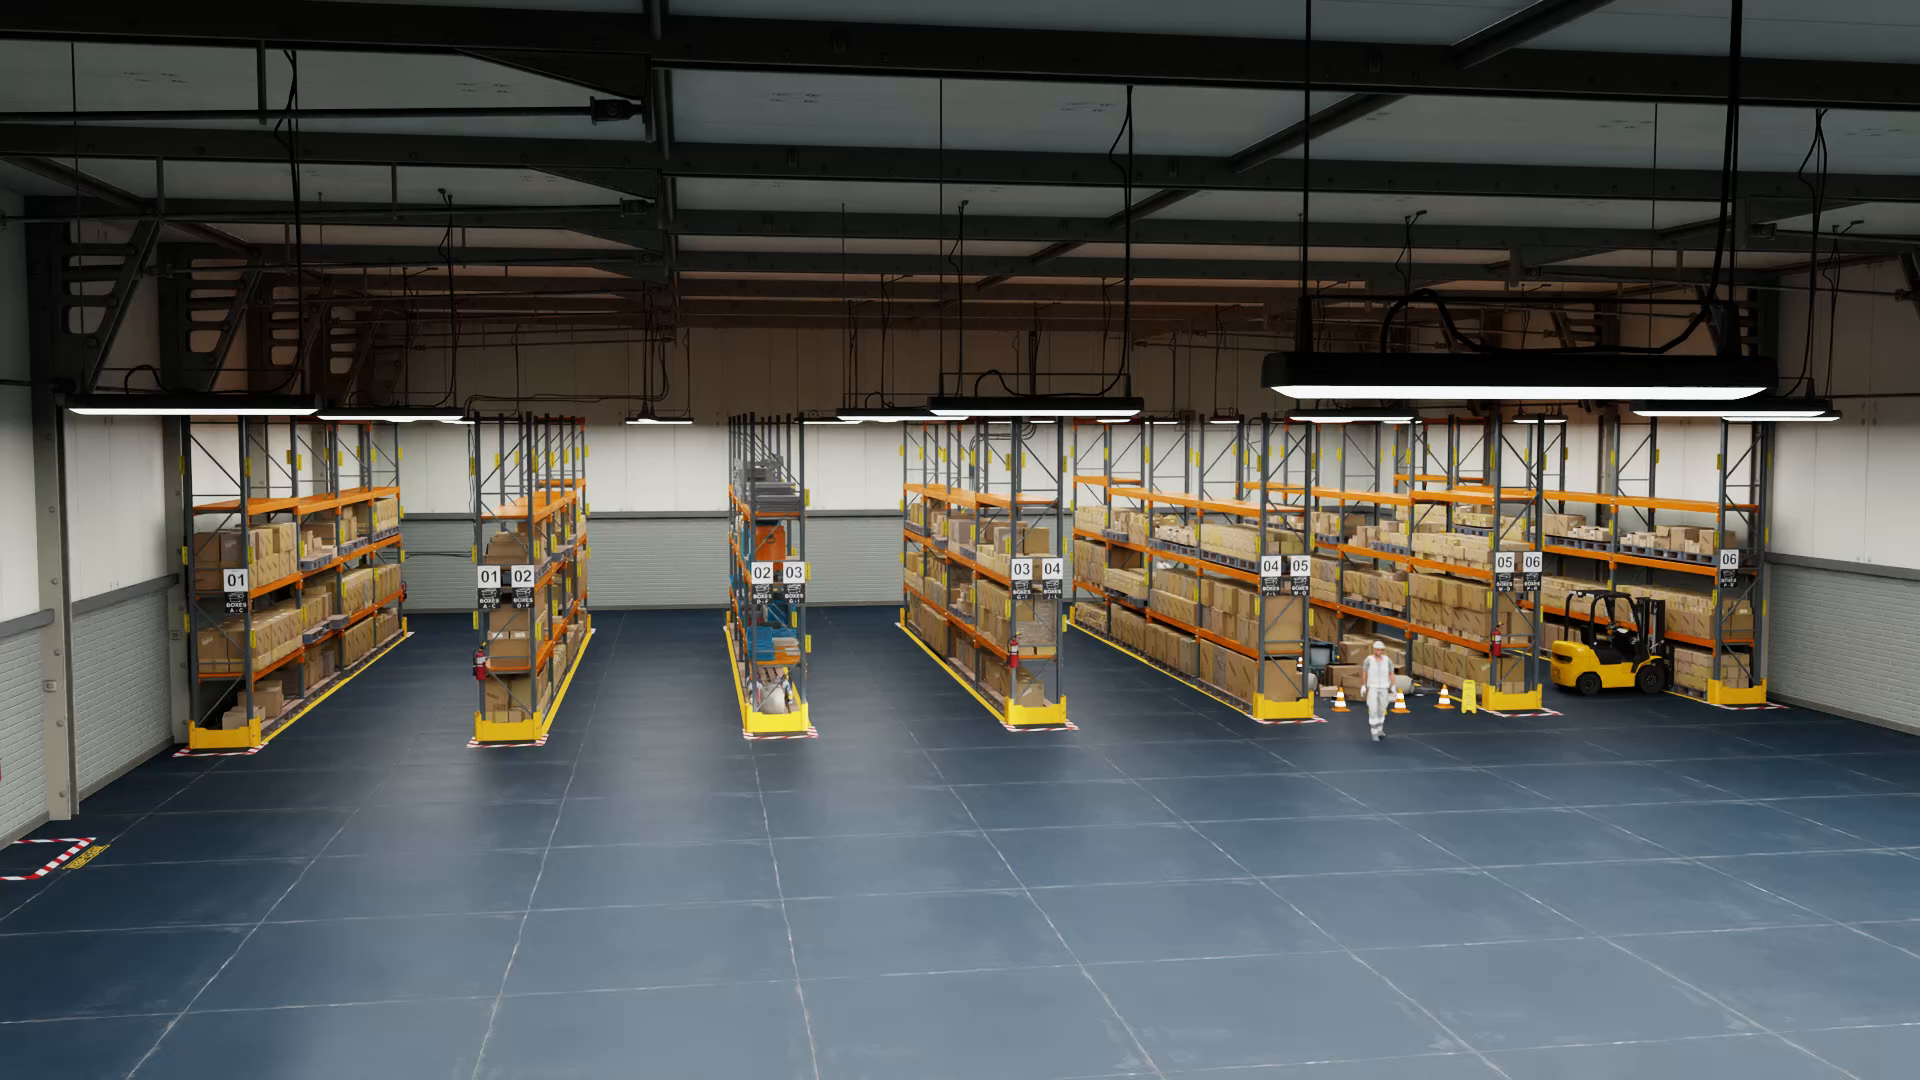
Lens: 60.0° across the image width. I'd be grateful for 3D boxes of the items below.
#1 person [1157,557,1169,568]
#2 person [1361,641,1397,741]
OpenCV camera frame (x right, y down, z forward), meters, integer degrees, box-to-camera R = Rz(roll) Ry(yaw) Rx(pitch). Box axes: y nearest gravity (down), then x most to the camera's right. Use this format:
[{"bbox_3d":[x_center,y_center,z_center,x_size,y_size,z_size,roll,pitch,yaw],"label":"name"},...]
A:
[{"bbox_3d":[6.502,1.260,53.180,0.490,1.662,0.711,4,5,42],"label":"person"},{"bbox_3d":[7.691,2.764,30.560,0.623,1.825,0.596,0,4,5],"label":"person"}]
